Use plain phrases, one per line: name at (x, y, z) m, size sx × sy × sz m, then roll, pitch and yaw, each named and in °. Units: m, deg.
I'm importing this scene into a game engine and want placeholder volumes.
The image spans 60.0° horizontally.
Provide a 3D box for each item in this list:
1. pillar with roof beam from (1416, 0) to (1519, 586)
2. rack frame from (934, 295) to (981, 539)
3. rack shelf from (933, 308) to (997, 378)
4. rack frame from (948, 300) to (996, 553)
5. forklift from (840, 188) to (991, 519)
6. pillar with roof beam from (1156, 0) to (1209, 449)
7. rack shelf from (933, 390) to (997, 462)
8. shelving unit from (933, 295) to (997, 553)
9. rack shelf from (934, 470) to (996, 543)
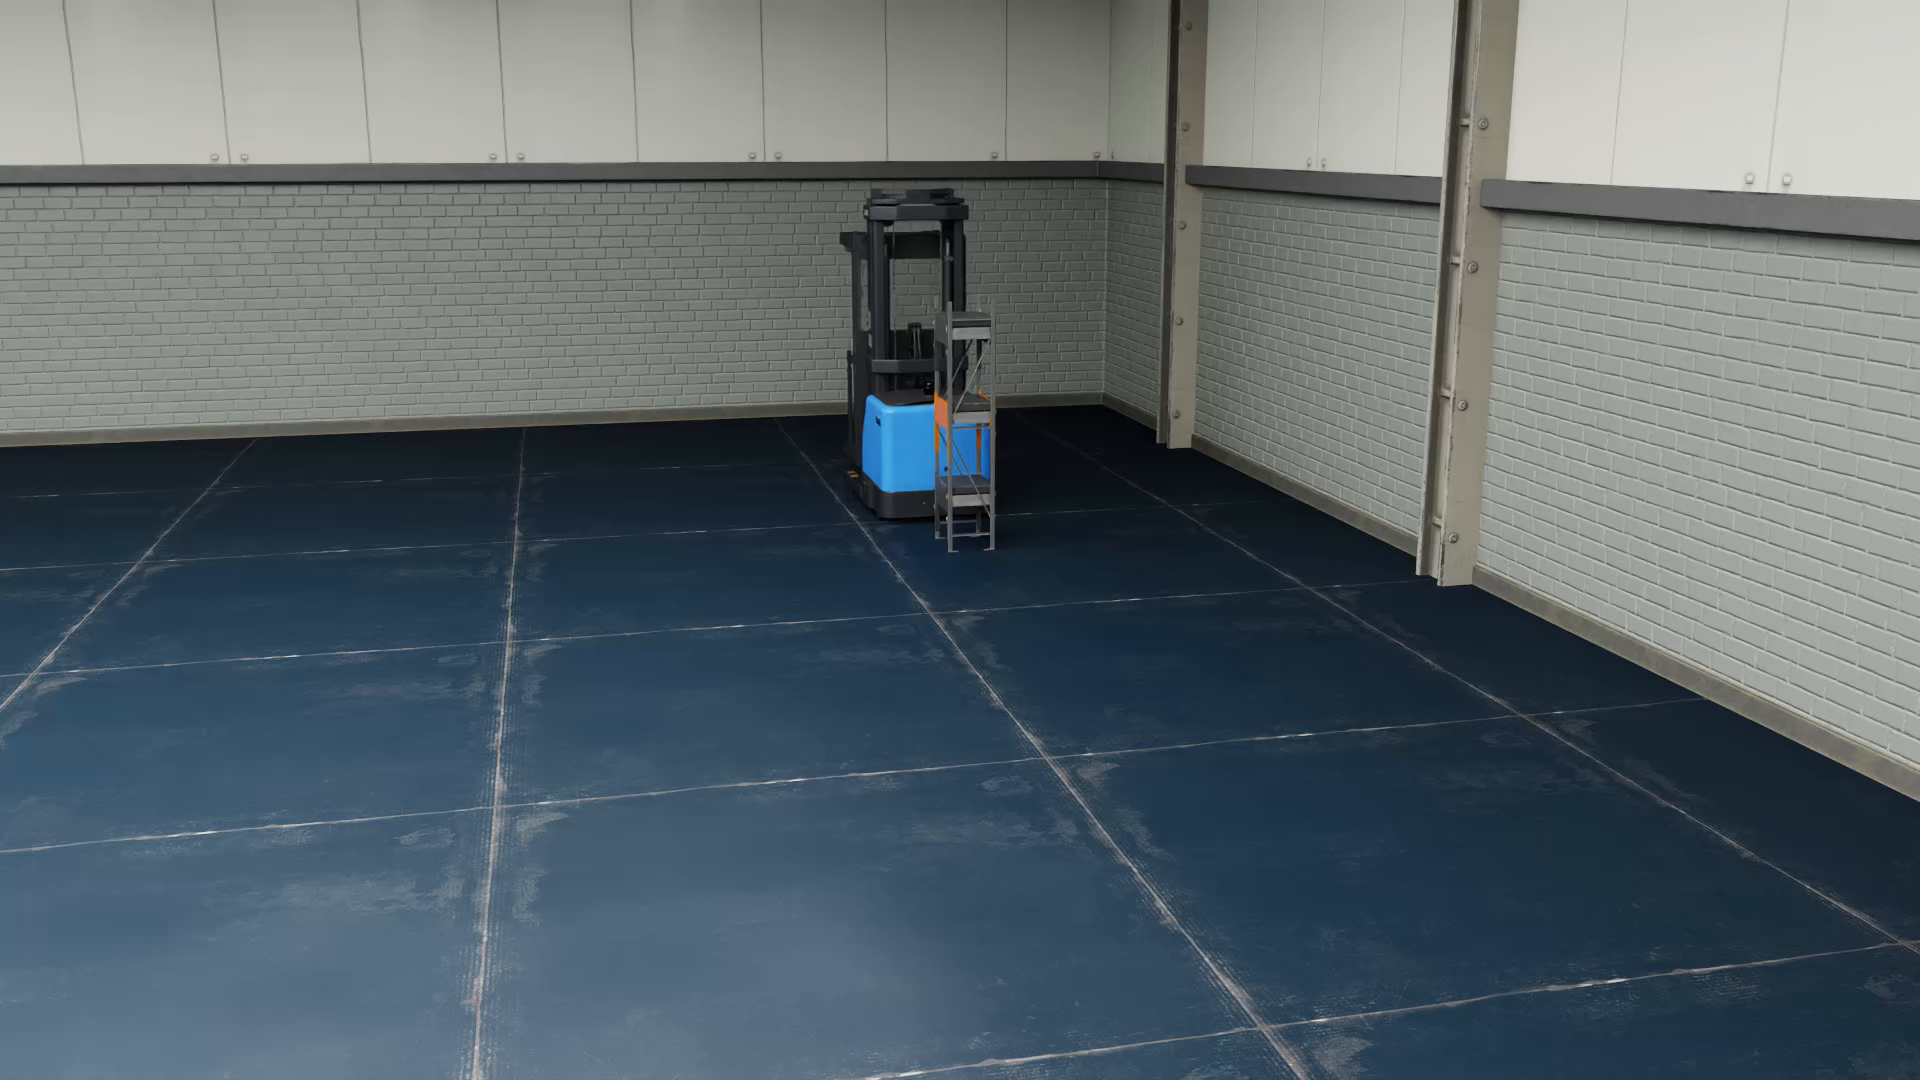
pillar with roof beam at (-0.340, -3.825, 11.124) m, size 9.100 × 9.000 × 0.400 m, roll -3°, pitch 14°, yaw -13°
rack frame at (-0.018, -1.038, 14.252) m, size 0.400 × 2.100 × 0.015 m, roll -3°, pitch 14°, yaw -13°
rack shelf at (0.039, -1.649, 13.859) m, size 0.431 × 0.518 × 0.480 m, roll -3°, pitch 14°, yaw -13°
rack frame at (0.096, -0.926, 13.791) m, size 0.400 × 2.100 × 0.015 m, roll -3°, pitch 14°, yaw -13°
forklift at (-0.539, -1.919, 16.107) m, size 1.130 × 2.935 × 3.031 m, roll -3°, pitch 14°, yaw -13°
pillar with roof beam at (-1.749, -5.210, 16.790) m, size 9.100 × 9.000 × 0.400 m, roll -3°, pitch 14°, yaw -13°
rack shelf at (0.039, -0.969, 14.025) m, size 0.431 × 0.518 × 0.480 m, roll -3°, pitch 14°, yaw -13°
shelving unit at (0.039, -0.982, 14.022) m, size 0.431 × 2.100 × 0.503 m, roll -3°, pitch 14°, yaw -13°
rack shelf at (0.039, -0.289, 14.191) m, size 0.431 × 0.518 × 0.480 m, roll -3°, pitch 14°, yaw -13°
